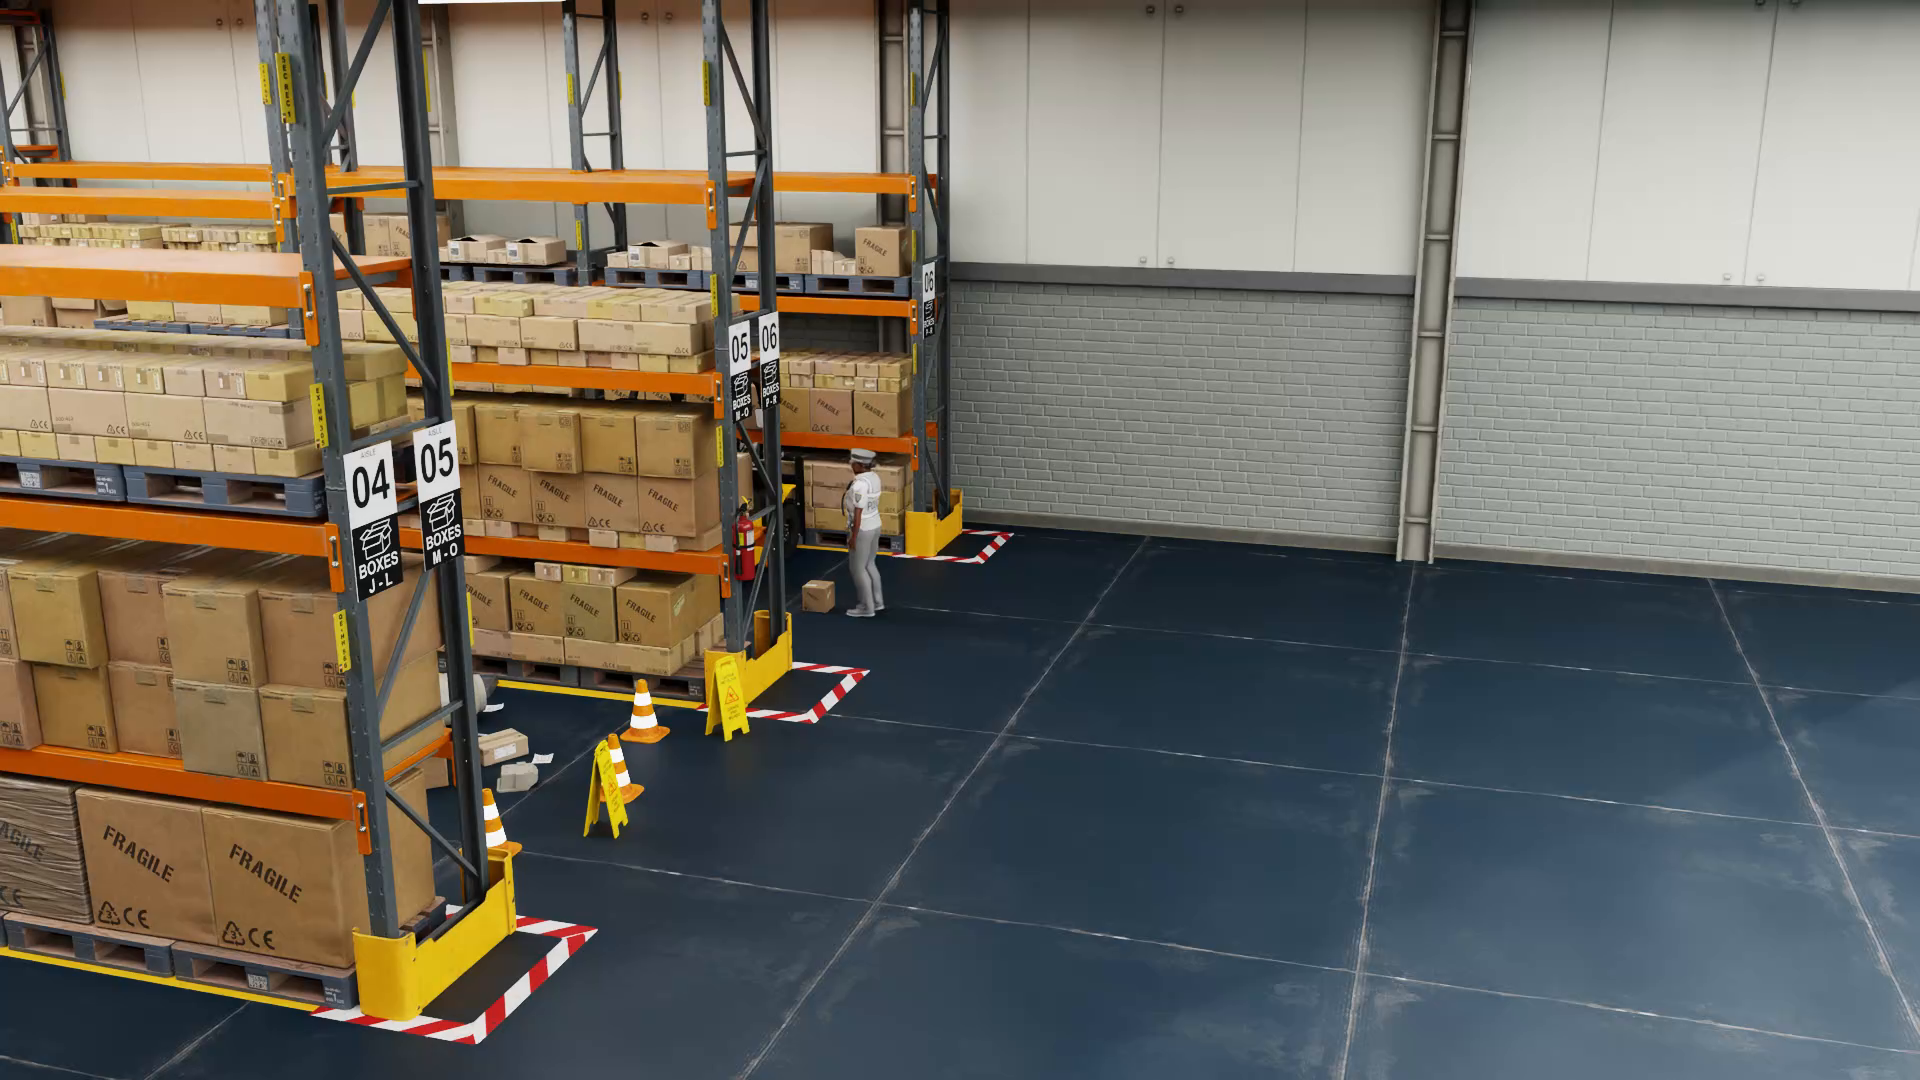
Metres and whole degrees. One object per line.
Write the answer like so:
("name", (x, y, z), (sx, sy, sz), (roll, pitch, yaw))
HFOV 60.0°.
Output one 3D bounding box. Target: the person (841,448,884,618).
("person", (-0.951, -0.070, 16.236), (0.341, 1.673, 0.438), (5, 16, 17))
